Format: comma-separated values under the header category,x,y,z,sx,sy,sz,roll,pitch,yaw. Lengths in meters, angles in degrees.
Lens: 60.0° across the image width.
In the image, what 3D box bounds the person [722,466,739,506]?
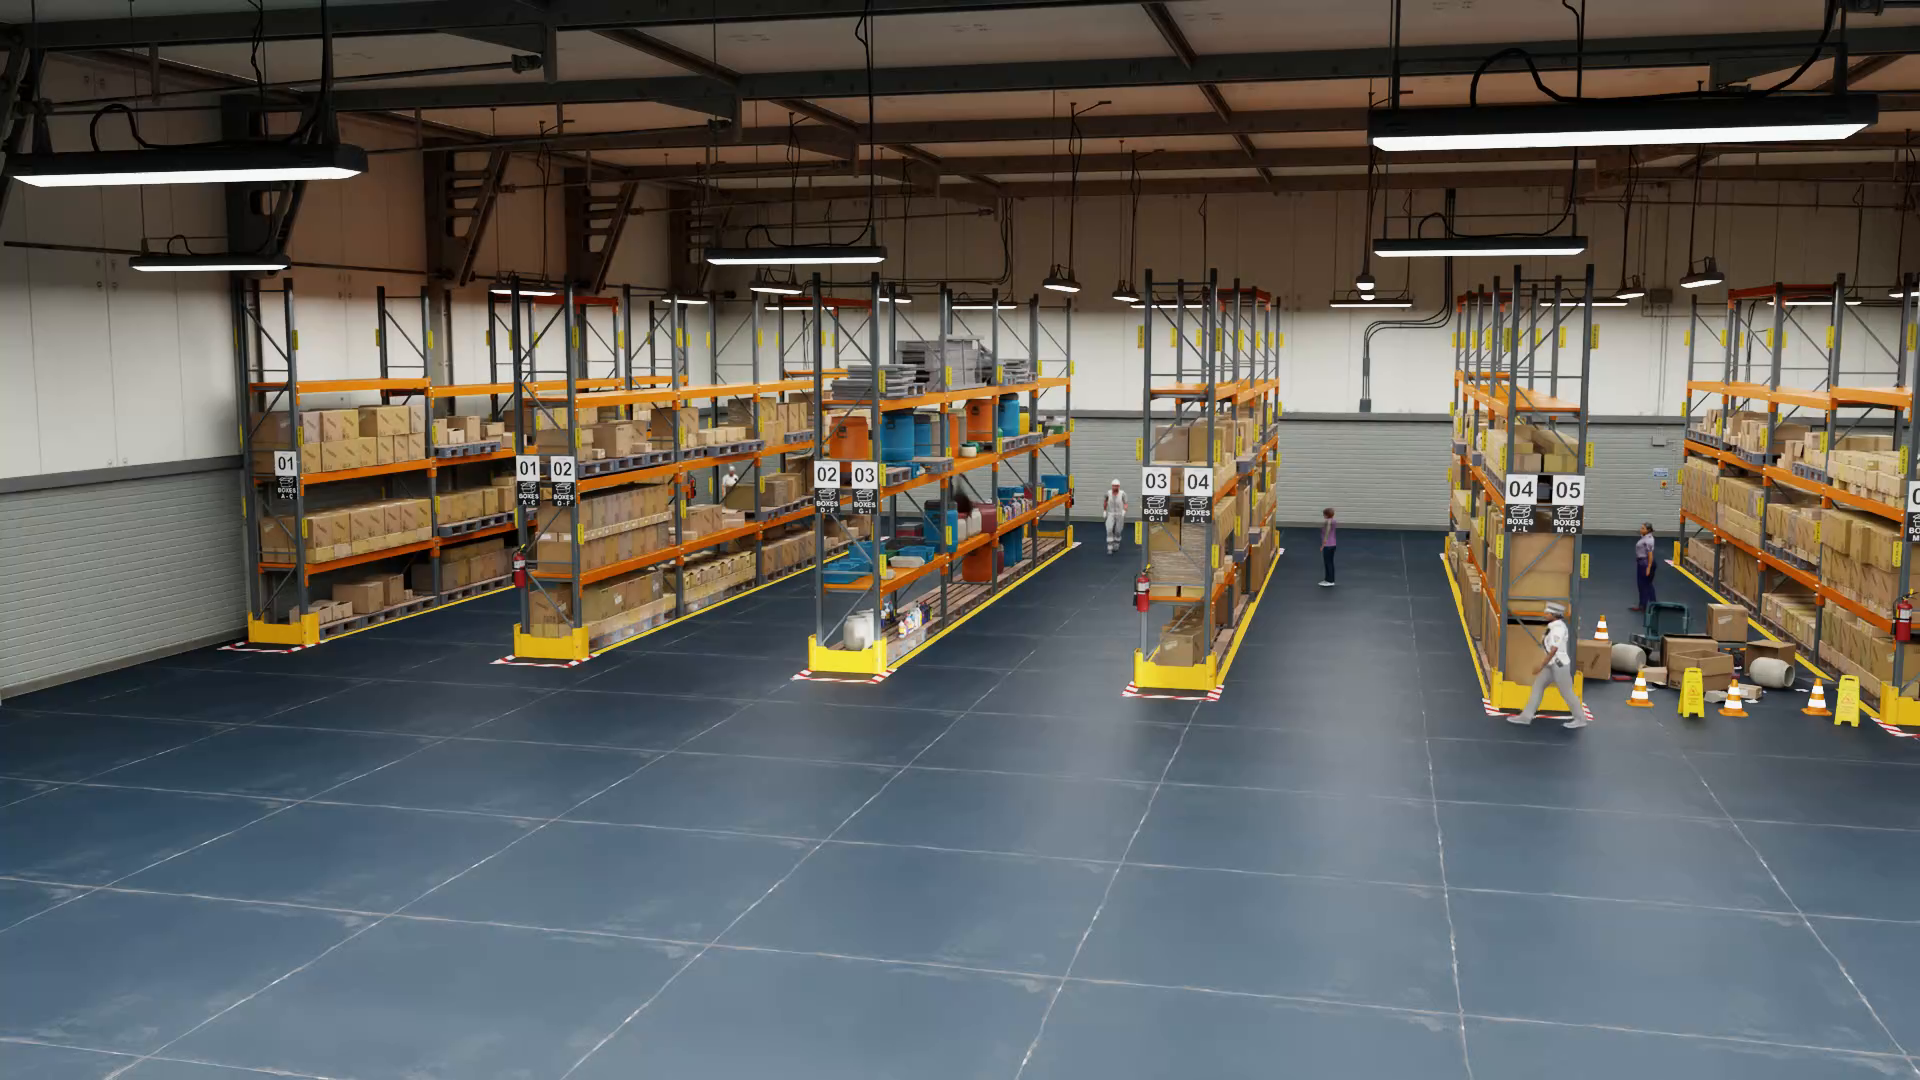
category,x,y,z,sx,sy,sz,roll,pitch,yaw
person,-6.198,-1.199,44.961,0.484,1.603,1.055,-1,7,-9

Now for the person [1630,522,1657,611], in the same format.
category,x,y,z,sx,sy,sz,roll,pitch,yaw
person,12.763,0.503,30.927,0.420,1.636,0.504,5,8,36

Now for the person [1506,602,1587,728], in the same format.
category,x,y,z,sx,sy,sz,roll,pitch,yaw
person,7.599,1.611,21.428,0.947,1.625,0.444,0,7,2

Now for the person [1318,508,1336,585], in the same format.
category,x,y,z,sx,sy,sz,roll,pitch,yaw
person,7.505,0.138,33.927,0.344,1.606,0.420,3,8,24

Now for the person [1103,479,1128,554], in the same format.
category,x,y,z,sx,sy,sz,roll,pitch,yaw
person,3.677,-0.545,39.379,0.620,1.807,0.877,1,7,12
